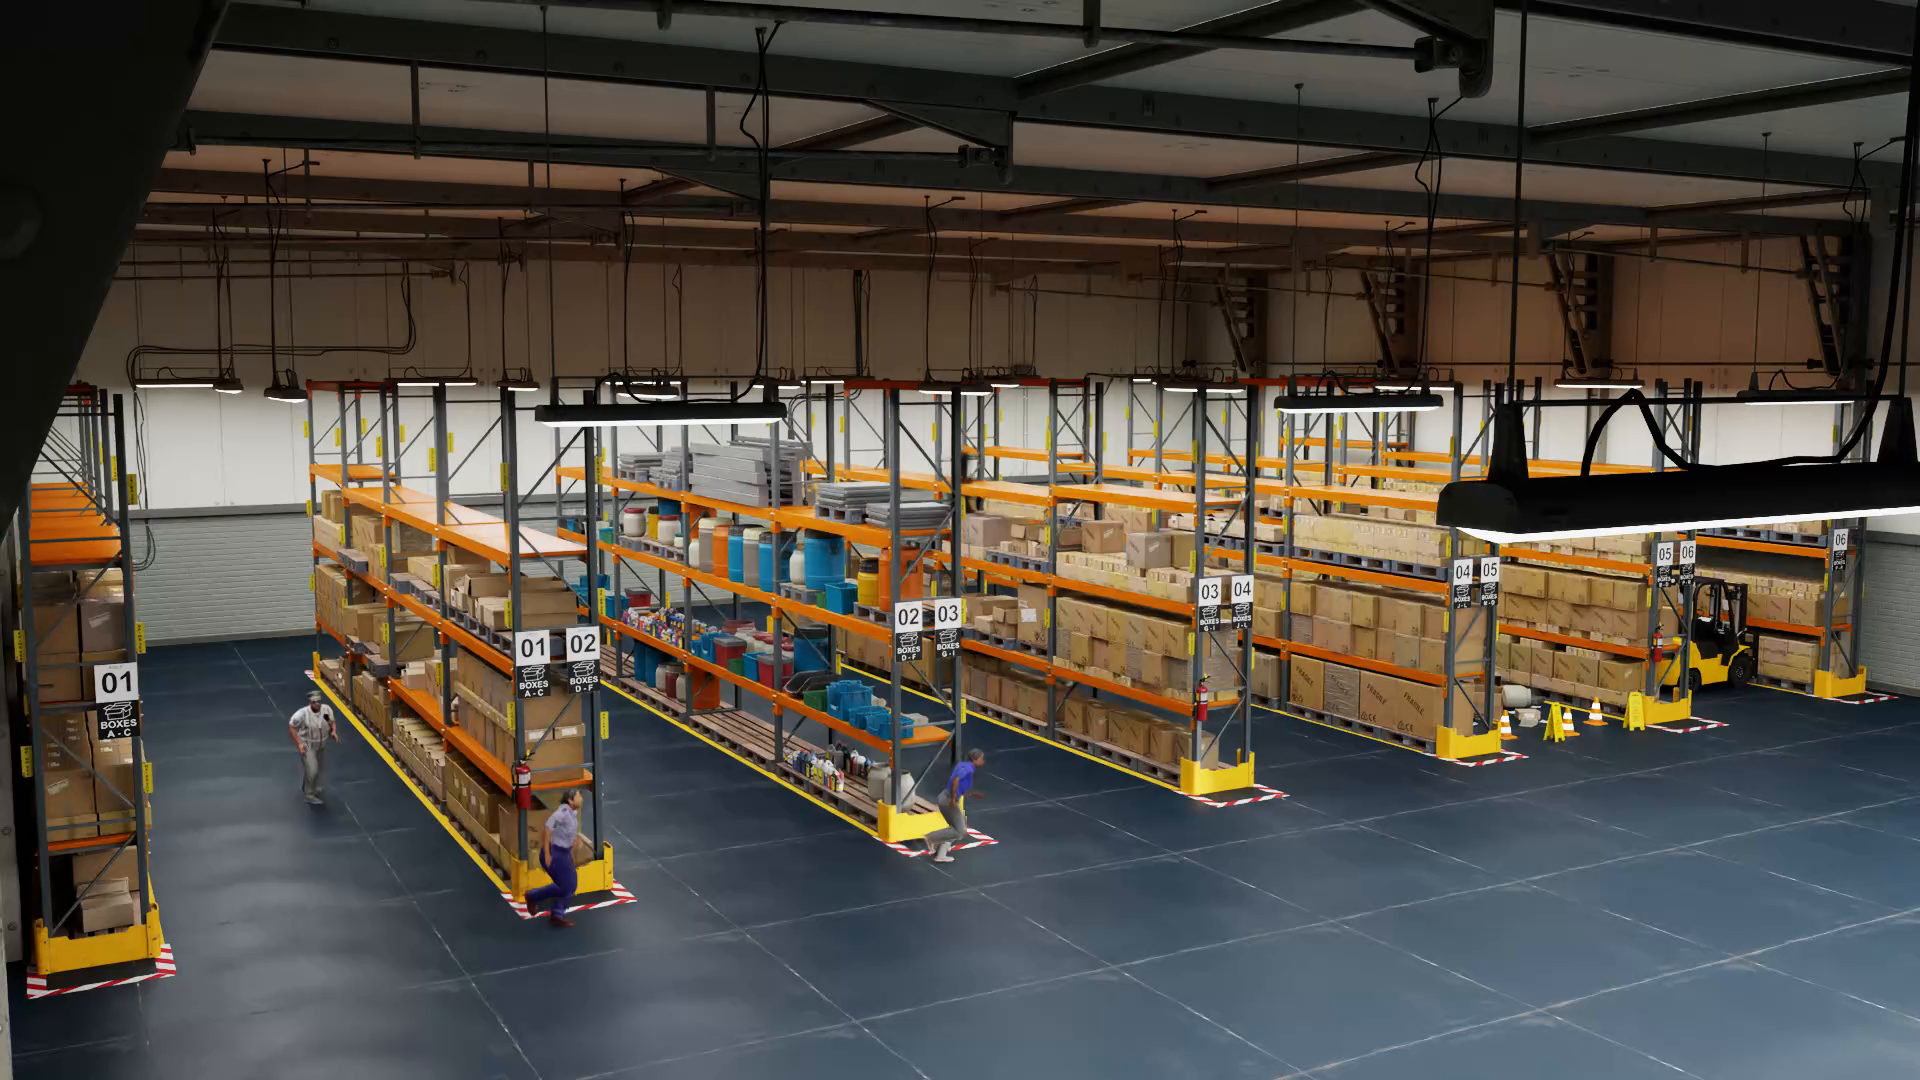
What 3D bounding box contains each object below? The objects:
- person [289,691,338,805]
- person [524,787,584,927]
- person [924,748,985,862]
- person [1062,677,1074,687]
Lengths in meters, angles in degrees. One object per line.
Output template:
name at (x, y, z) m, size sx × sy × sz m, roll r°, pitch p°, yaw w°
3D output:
person at (-9.341, 2.956, 24.025) m, size 0.927 × 1.681 × 0.706 m, roll 3°, pitch 7°, yaw 29°
person at (-4.575, 3.565, 18.755) m, size 0.661 × 1.584 × 0.600 m, roll 0°, pitch 6°, yaw -2°
person at (-0.068, 3.375, 21.064) m, size 0.787 × 1.473 × 0.594 m, roll -1°, pitch 6°, yaw -7°
person at (2.216, 2.004, 32.392) m, size 0.653 × 1.792 × 0.714 m, roll -5°, pitch 8°, yaw -41°
